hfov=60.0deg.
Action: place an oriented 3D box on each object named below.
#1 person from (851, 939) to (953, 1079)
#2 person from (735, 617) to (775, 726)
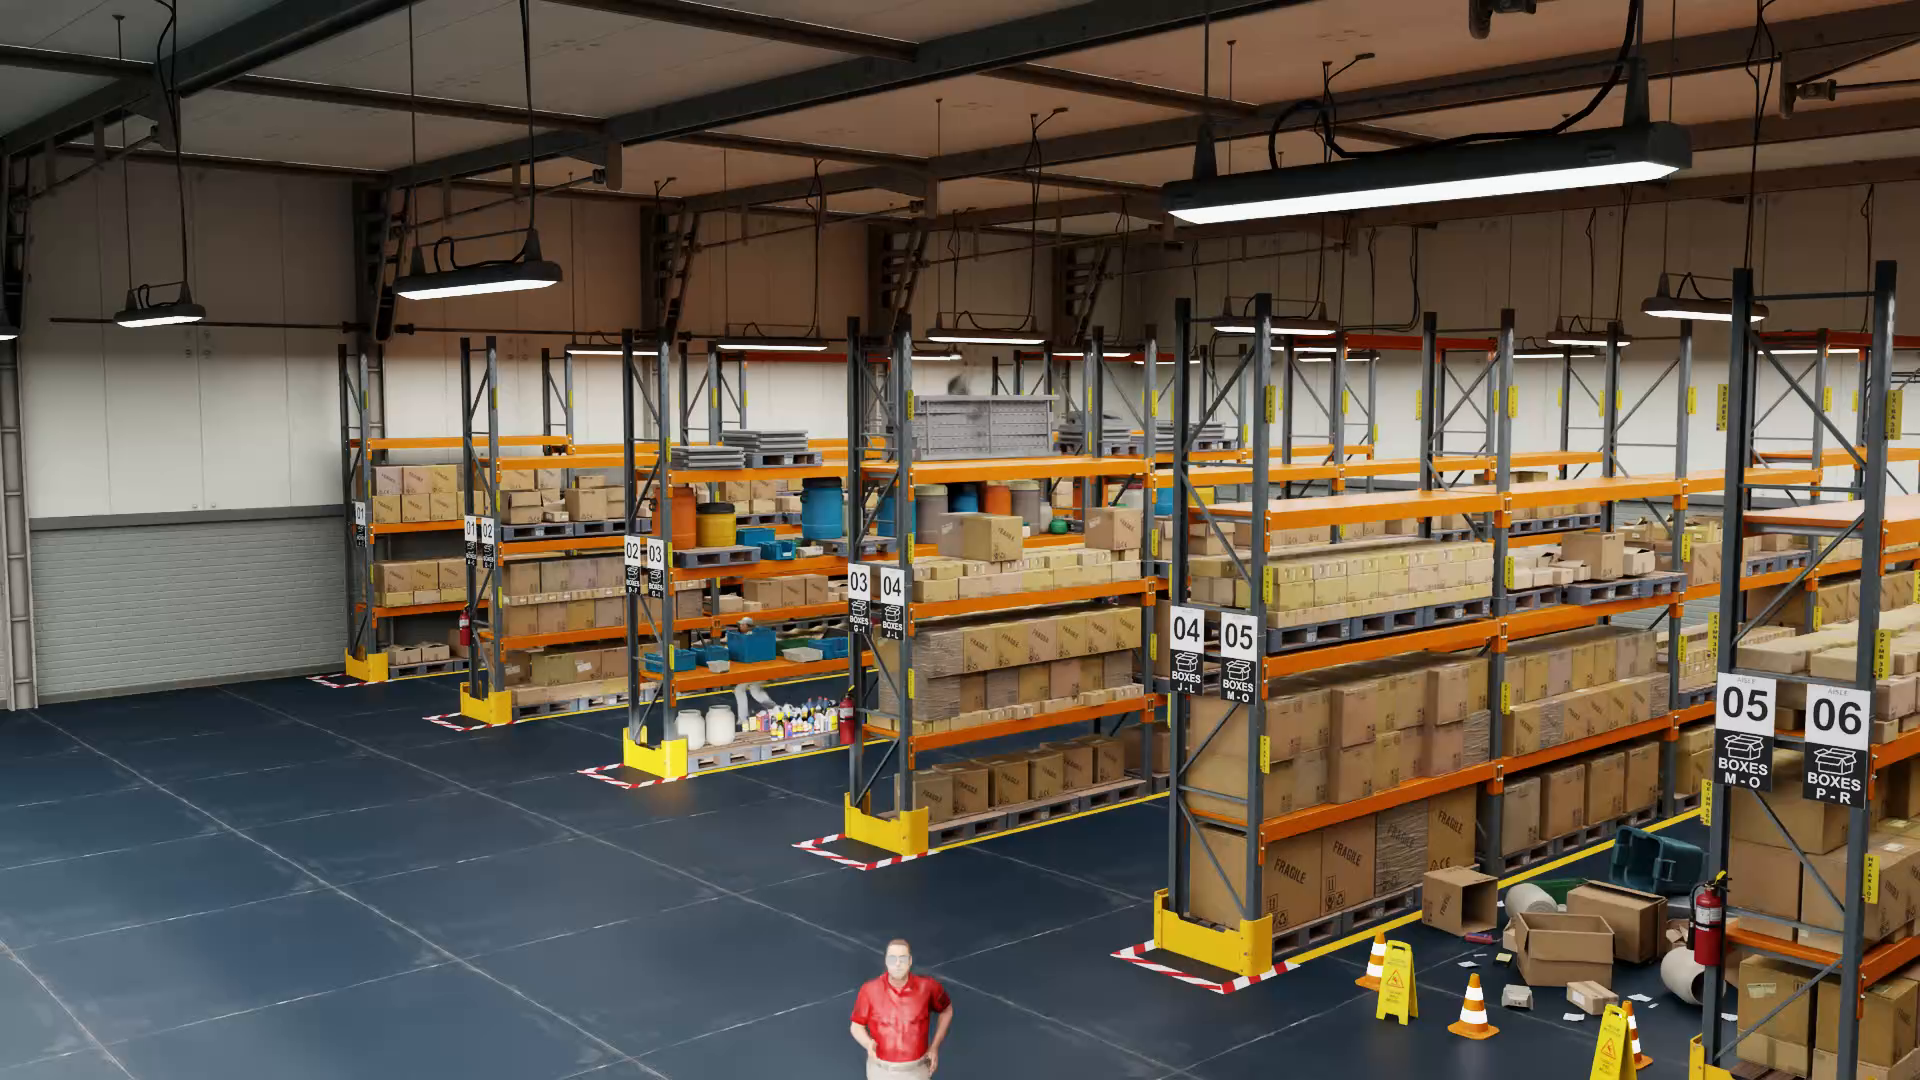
[{"bbox_3d":[-0.374,3.388,10.471,0.648,1.701,0.621,0,5,2],"label":"person"},{"bbox_3d":[-3.163,2.047,25.816,0.721,1.736,0.612,-4,6,-38],"label":"person"}]
